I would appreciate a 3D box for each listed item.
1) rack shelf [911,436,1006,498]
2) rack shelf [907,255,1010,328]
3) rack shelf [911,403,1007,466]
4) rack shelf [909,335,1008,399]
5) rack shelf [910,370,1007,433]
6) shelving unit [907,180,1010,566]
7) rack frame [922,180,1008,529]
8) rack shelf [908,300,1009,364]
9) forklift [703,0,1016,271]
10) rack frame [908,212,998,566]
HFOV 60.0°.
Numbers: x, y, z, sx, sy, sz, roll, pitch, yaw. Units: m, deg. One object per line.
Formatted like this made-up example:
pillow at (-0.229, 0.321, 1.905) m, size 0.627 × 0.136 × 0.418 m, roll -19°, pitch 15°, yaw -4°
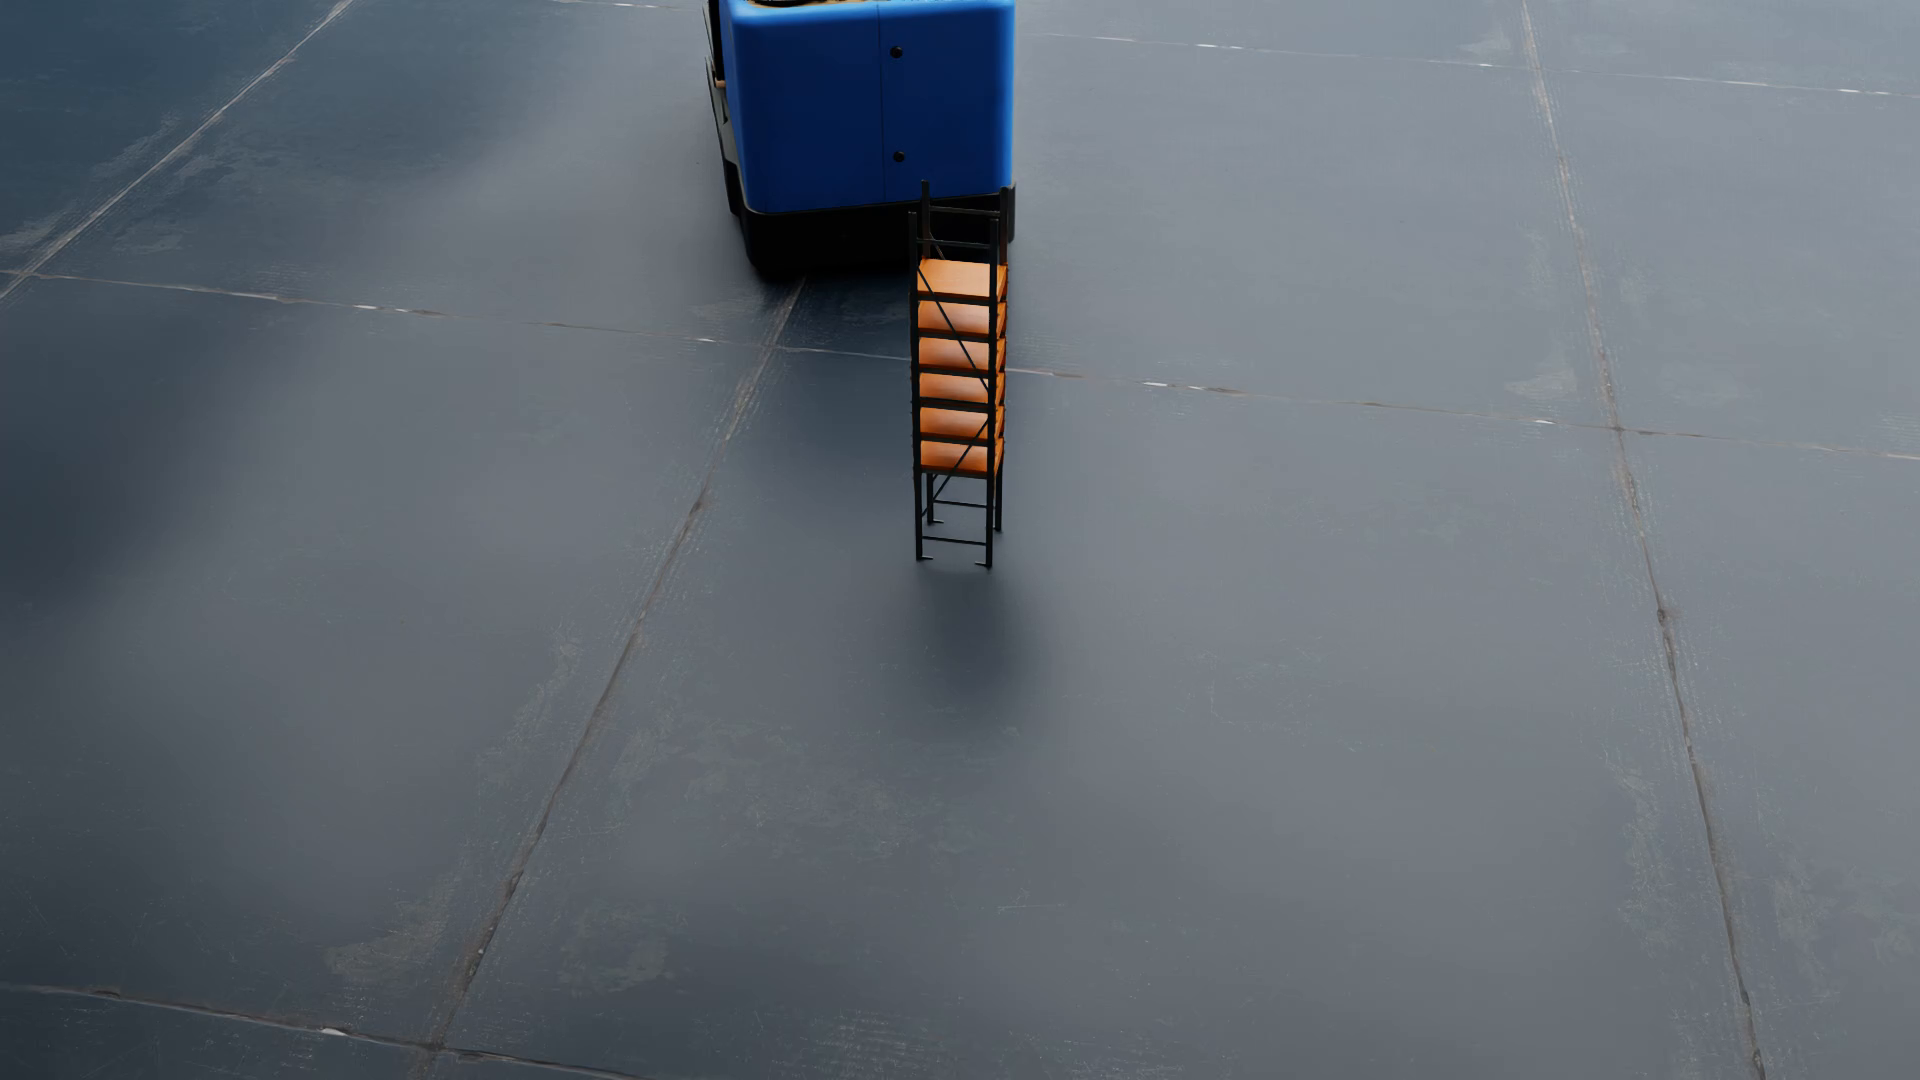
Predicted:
rack shelf at (-0.002, -0.234, 5.038) m, size 0.258 × 0.103 × 0.180 m, roll 6°, pitch 40°, yaw 8°
rack shelf at (-0.002, -0.697, 4.656) m, size 0.258 × 0.103 × 0.180 m, roll 6°, pitch 40°, yaw 8°
rack shelf at (-0.002, -0.327, 4.961) m, size 0.258 × 0.103 × 0.180 m, roll 6°, pitch 40°, yaw 8°
rack shelf at (-0.002, -0.512, 4.809) m, size 0.258 × 0.103 × 0.180 m, roll 6°, pitch 40°, yaw 8°
rack shelf at (-0.002, -0.419, 4.885) m, size 0.258 × 0.103 × 0.180 m, roll 6°, pitch 40°, yaw 8°
shelving unit at (-0.002, -0.453, 4.857) m, size 0.258 × 1.200 × 0.189 m, roll 6°, pitch 40°, yaw 8°
rack frame at (0.013, -0.511, 4.926) m, size 0.240 × 1.200 × 0.006 m, roll 6°, pitch 40°, yaw 8°
rack shelf at (-0.002, -0.604, 4.732) m, size 0.258 × 0.103 × 0.180 m, roll 6°, pitch 40°, yaw 8°
forklift at (-0.569, -3.107, 6.708) m, size 1.130 × 2.935 × 3.031 m, roll -7°, pitch 40°, yaw -8°
rack frame at (-0.018, -0.396, 4.787) m, size 0.240 × 1.200 × 0.006 m, roll 6°, pitch 40°, yaw 8°
